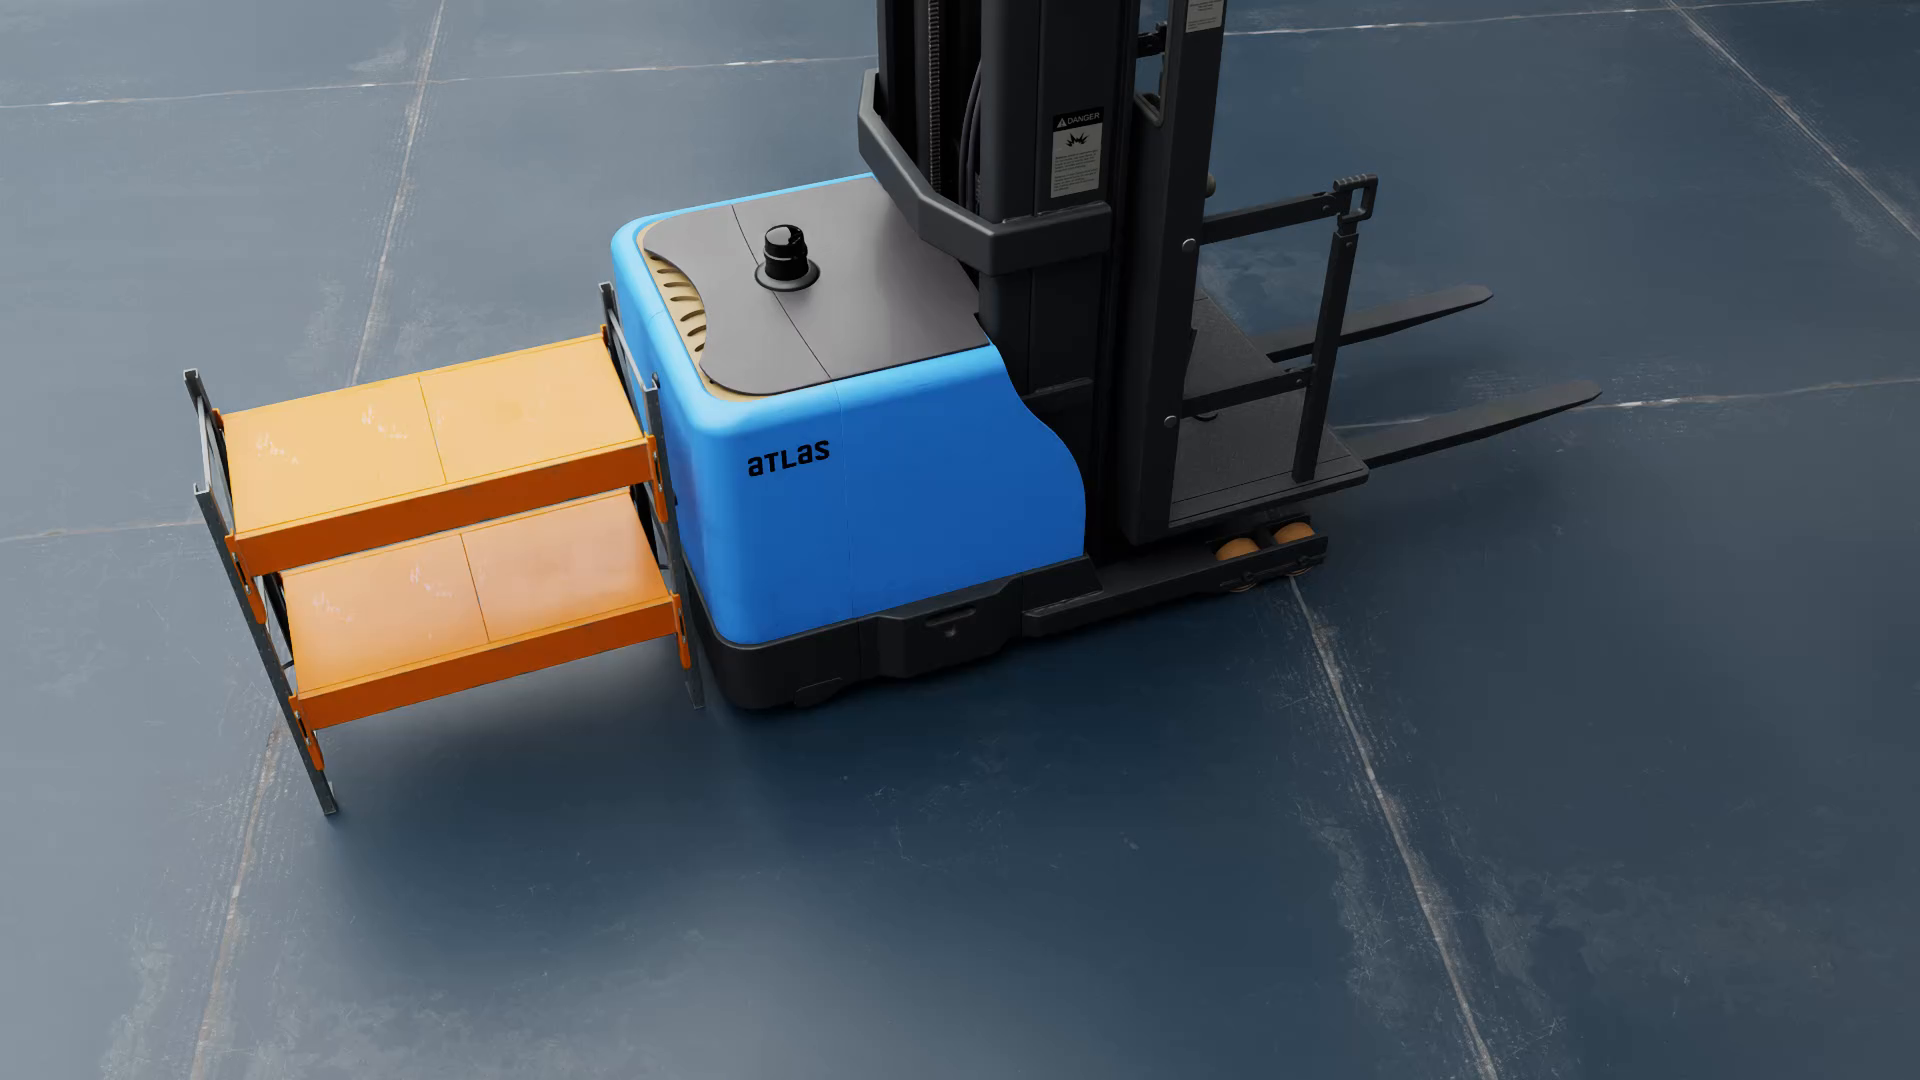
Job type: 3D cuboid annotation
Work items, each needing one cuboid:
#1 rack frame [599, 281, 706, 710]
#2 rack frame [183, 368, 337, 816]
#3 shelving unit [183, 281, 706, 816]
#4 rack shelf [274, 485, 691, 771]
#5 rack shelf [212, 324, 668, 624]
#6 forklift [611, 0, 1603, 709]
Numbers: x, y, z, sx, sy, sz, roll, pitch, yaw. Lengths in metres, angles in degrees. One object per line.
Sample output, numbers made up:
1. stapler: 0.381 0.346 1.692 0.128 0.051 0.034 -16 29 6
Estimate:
1. rack frame: -0.829 -0.095 4.515 0.032 1.125 0.500 -15 44 -16
2. rack frame: -1.773 0.159 4.234 0.032 1.125 0.500 -15 44 -16
3. shelving unit: -1.301 0.032 4.375 1.048 1.125 0.538 -15 44 -16
4. rack shelf: -1.301 0.214 4.539 1.000 0.278 0.538 -15 44 -16
5. rack shelf: -1.301 -0.185 4.179 1.000 0.278 0.538 -15 44 -16
6. forklift: 0.583 -1.244 4.440 3.031 2.935 1.130 -15 44 -16
